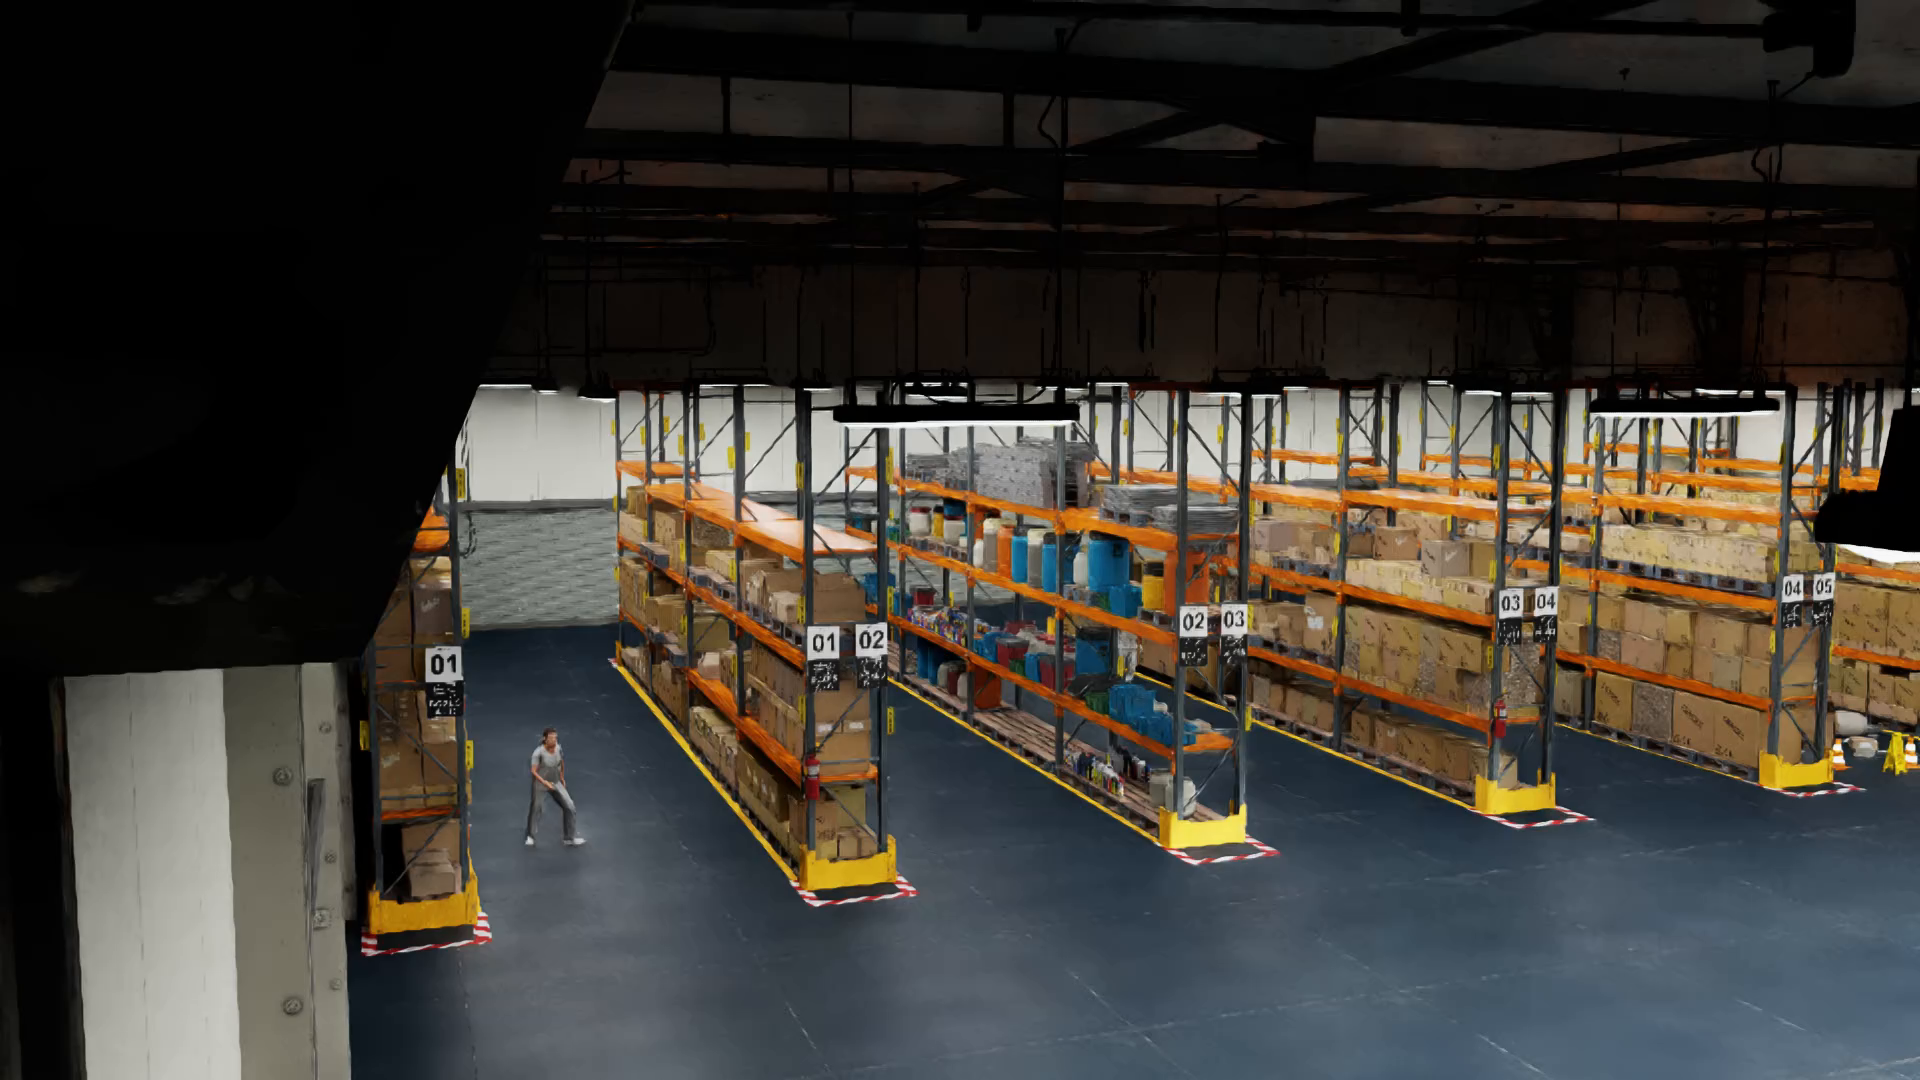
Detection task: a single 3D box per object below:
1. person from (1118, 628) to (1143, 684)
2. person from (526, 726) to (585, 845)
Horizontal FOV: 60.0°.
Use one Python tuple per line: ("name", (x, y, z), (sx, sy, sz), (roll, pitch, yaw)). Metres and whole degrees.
("person", (3.209, 2.095, 31.976), (0.677, 1.742, 0.552), (-2, 6, -21))
("person", (-5.389, 3.217, 21.841), (0.613, 1.607, 0.802), (-5, 8, -38))
